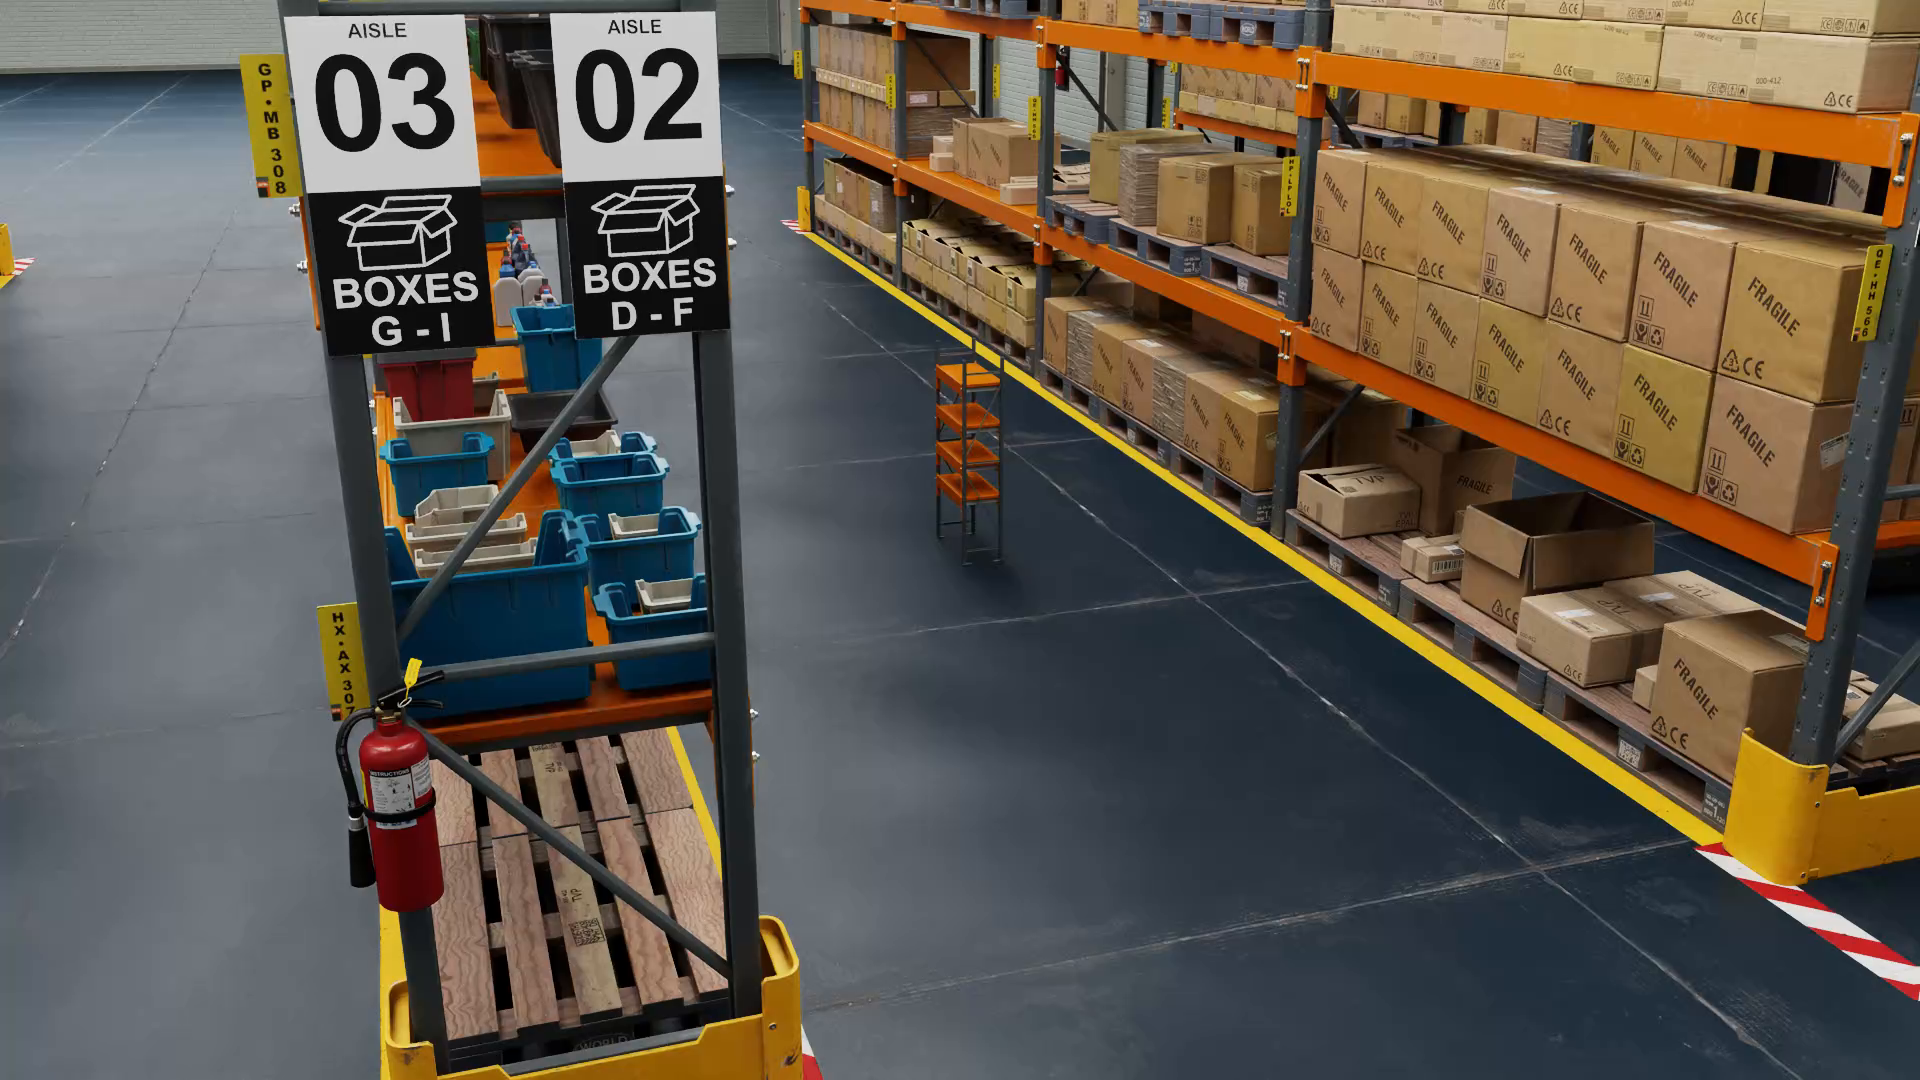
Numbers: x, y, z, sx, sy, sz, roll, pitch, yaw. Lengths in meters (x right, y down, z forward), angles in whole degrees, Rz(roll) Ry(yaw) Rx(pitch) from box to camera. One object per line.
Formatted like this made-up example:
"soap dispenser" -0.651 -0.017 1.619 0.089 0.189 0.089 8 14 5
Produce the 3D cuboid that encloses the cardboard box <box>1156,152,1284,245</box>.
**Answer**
"cardboard box" 1.742 -2.280 11.058 0.700 0.500 0.500 -12 23 -31

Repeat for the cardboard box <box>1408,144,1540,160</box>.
"cardboard box" 2.761 -1.858 9.025 0.500 0.500 0.500 -6 21 -17

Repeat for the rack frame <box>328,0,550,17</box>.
"rack frame" -2.347 -3.773 7.110 1.000 3.000 0.127 -6 21 -17

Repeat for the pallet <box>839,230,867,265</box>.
"pallet" -0.756 -3.382 19.020 1.003 0.211 1.213 -6 21 -17

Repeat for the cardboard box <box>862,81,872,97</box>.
"cardboard box" -0.845 -4.867 17.922 0.380 0.149 0.250 -6 21 -16

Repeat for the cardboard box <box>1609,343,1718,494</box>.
"cardboard box" 3.048 -0.520 6.778 0.500 0.500 0.500 -6 21 -17

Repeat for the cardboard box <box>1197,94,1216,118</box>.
"cardboard box" 3.315 -5.437 20.808 0.500 0.250 0.500 -7 21 -19

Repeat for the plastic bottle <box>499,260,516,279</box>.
"plastic bottle" -2.703 -1.537 9.950 0.097 0.271 0.097 0 20 0

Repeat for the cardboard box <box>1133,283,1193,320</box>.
"cardboard box" 1.638 -1.850 12.566 0.500 0.250 0.500 -6 20 -15

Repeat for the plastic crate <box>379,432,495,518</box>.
"plastic crate" -1.979 -0.248 6.328 0.416 0.233 0.300 -6 21 -17

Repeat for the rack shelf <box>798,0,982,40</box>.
"rack shelf" -0.787 -5.757 18.135 1.077 0.370 4.000 -6 21 -17

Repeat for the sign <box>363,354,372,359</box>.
"sign" -2.870 -1.023 7.916 0.100 0.325 0.005 -6 21 -17

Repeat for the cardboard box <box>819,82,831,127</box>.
"cardboard box" -1.281 -5.222 19.870 0.700 0.500 0.500 -6 21 -17

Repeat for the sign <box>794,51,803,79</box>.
"sign" -1.944 -5.714 19.989 0.100 0.325 0.005 -6 21 -17

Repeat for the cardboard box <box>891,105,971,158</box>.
"cardboard box" -0.304 -4.231 17.111 0.700 0.500 0.500 -7 21 -19

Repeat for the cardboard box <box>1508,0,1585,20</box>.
"cardboard box" 2.736 -2.387 7.169 0.500 0.250 0.500 -6 21 -17

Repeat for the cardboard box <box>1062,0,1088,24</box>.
"cardboard box" 1.268 -4.081 12.256 0.910 0.500 0.500 -6 21 -17

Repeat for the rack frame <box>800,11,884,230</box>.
"rack frame" -1.415 -5.326 20.307 1.000 3.000 0.127 -6 21 -17

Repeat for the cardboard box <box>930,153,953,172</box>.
"cardboard box" -0.074 -3.618 15.924 0.380 0.149 0.250 -6 21 -17

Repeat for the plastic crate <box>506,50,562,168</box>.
"plastic crate" -0.946 -1.170 4.492 0.497 0.269 0.590 -6 21 -17

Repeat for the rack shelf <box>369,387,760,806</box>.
"rack shelf" -1.719 0.030 6.459 1.077 0.370 4.000 -6 21 -17

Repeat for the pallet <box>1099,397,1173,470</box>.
"pallet" 1.678 -0.812 11.865 1.003 0.211 1.213 -6 21 -17

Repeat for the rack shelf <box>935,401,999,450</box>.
"rack shelf" 0.052 -0.659 9.513 0.258 0.148 0.480 -6 21 -17

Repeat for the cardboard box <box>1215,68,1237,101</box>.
"cardboard box" 3.453 -5.634 20.248 0.500 0.500 0.500 -7 21 -19

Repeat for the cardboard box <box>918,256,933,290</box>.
"cardboard box" -0.107 -2.626 16.237 0.500 0.250 0.500 -6 21 -16

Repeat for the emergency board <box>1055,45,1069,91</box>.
"emergency board" 1.701 -8.443 28.986 0.194 1.169 0.643 -6 21 -17

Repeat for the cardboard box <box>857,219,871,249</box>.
"cardboard box" -0.830 -3.392 18.369 0.500 0.250 0.500 -6 21 -17

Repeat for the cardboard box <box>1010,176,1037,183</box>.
"cardboard box" 0.645 -3.044 14.325 0.380 0.149 0.250 -5 20 -13

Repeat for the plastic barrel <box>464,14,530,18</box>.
"plastic barrel" -2.275 -2.819 8.068 0.433 0.535 0.433 0 20 0

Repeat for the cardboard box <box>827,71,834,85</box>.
"cardboard box" -1.334 -5.365 19.308 0.380 0.149 0.250 -6 21 -17

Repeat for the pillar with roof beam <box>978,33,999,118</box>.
"pillar with roof beam" -3.531 -11.938 29.840 9.100 9.000 0.400 -6 21 -17

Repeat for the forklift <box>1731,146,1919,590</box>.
"forklift" 4.838 -1.573 9.961 1.130 2.935 3.031 -6 21 -15

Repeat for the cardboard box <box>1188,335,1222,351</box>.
"cardboard box" 1.949 -1.180 11.812 0.500 0.500 0.500 -7 21 -19

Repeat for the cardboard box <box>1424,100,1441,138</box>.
"cardboard box" 5.076 -4.269 16.566 0.700 0.500 0.500 -4 20 -10

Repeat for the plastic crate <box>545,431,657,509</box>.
"plastic crate" -1.363 -0.249 6.331 0.416 0.233 0.300 -6 21 -17

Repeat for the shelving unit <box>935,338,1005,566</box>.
"shelving unit" 0.052 -0.512 9.566 0.258 1.200 0.503 -6 21 -17

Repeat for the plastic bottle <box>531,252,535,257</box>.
"plastic bottle" -2.613 -1.625 10.177 0.061 0.283 0.133 -6 21 -17

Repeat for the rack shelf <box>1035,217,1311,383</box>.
"rack shelf" 1.728 -1.778 11.495 1.077 0.370 4.000 -6 21 -17

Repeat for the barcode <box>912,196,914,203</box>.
"barcode" -0.473 -3.399 16.568 0.001 0.075 0.075 -6 21 -17

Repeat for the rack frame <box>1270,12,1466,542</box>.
"rack frame" 2.356 -1.475 9.586 1.000 3.000 0.127 -6 21 -17

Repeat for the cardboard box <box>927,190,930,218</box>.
"cardboard box" -0.171 -3.641 17.952 0.500 0.500 0.500 -6 21 -17

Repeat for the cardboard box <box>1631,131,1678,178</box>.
"cardboard box" 5.866 -3.131 13.578 0.500 0.500 0.500 -6 21 -15

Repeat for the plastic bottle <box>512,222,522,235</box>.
"plastic bottle" -3.000 -2.020 11.276 0.061 0.283 0.133 -6 21 -17

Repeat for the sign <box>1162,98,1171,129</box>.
"sign" 1.611 -3.327 13.147 0.100 0.325 0.005 -6 21 -17

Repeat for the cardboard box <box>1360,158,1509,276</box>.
"cardboard box" 2.400 -1.646 8.435 0.500 0.500 0.500 -7 21 -19

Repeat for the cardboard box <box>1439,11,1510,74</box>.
"cardboard box" 2.583 -2.312 7.702 0.500 0.250 0.500 -6 21 -17

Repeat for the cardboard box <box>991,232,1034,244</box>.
"cardboard box" 0.565 -2.784 15.846 0.500 0.311 0.500 -6 21 -17

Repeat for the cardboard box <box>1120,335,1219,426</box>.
"cardboard box" 1.463 -1.117 11.636 0.500 0.500 0.500 -7 21 -19

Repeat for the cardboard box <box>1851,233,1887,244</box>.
"cardboard box" 3.724 -0.880 6.301 0.500 0.500 0.500 -6 21 -16

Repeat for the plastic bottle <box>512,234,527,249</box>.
"plastic bottle" -2.858 -1.851 10.822 0.097 0.271 0.097 0 20 0

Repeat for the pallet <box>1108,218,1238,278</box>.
"pallet" 1.715 -2.045 11.456 1.003 0.211 1.213 -6 21 -17

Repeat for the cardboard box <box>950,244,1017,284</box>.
"cardboard box" 0.220 -2.558 15.217 0.500 0.311 0.500 -6 21 -16

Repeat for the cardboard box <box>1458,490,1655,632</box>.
"cardboard box" 2.952 0.095 8.257 0.797 0.503 0.637 -6 21 -17

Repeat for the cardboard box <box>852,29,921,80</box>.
"cardboard box" -0.777 -5.325 18.237 0.700 0.500 0.500 -6 21 -17

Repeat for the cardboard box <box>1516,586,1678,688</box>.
"cardboard box" 2.939 0.439 7.673 0.500 0.250 0.500 -6 21 -17
